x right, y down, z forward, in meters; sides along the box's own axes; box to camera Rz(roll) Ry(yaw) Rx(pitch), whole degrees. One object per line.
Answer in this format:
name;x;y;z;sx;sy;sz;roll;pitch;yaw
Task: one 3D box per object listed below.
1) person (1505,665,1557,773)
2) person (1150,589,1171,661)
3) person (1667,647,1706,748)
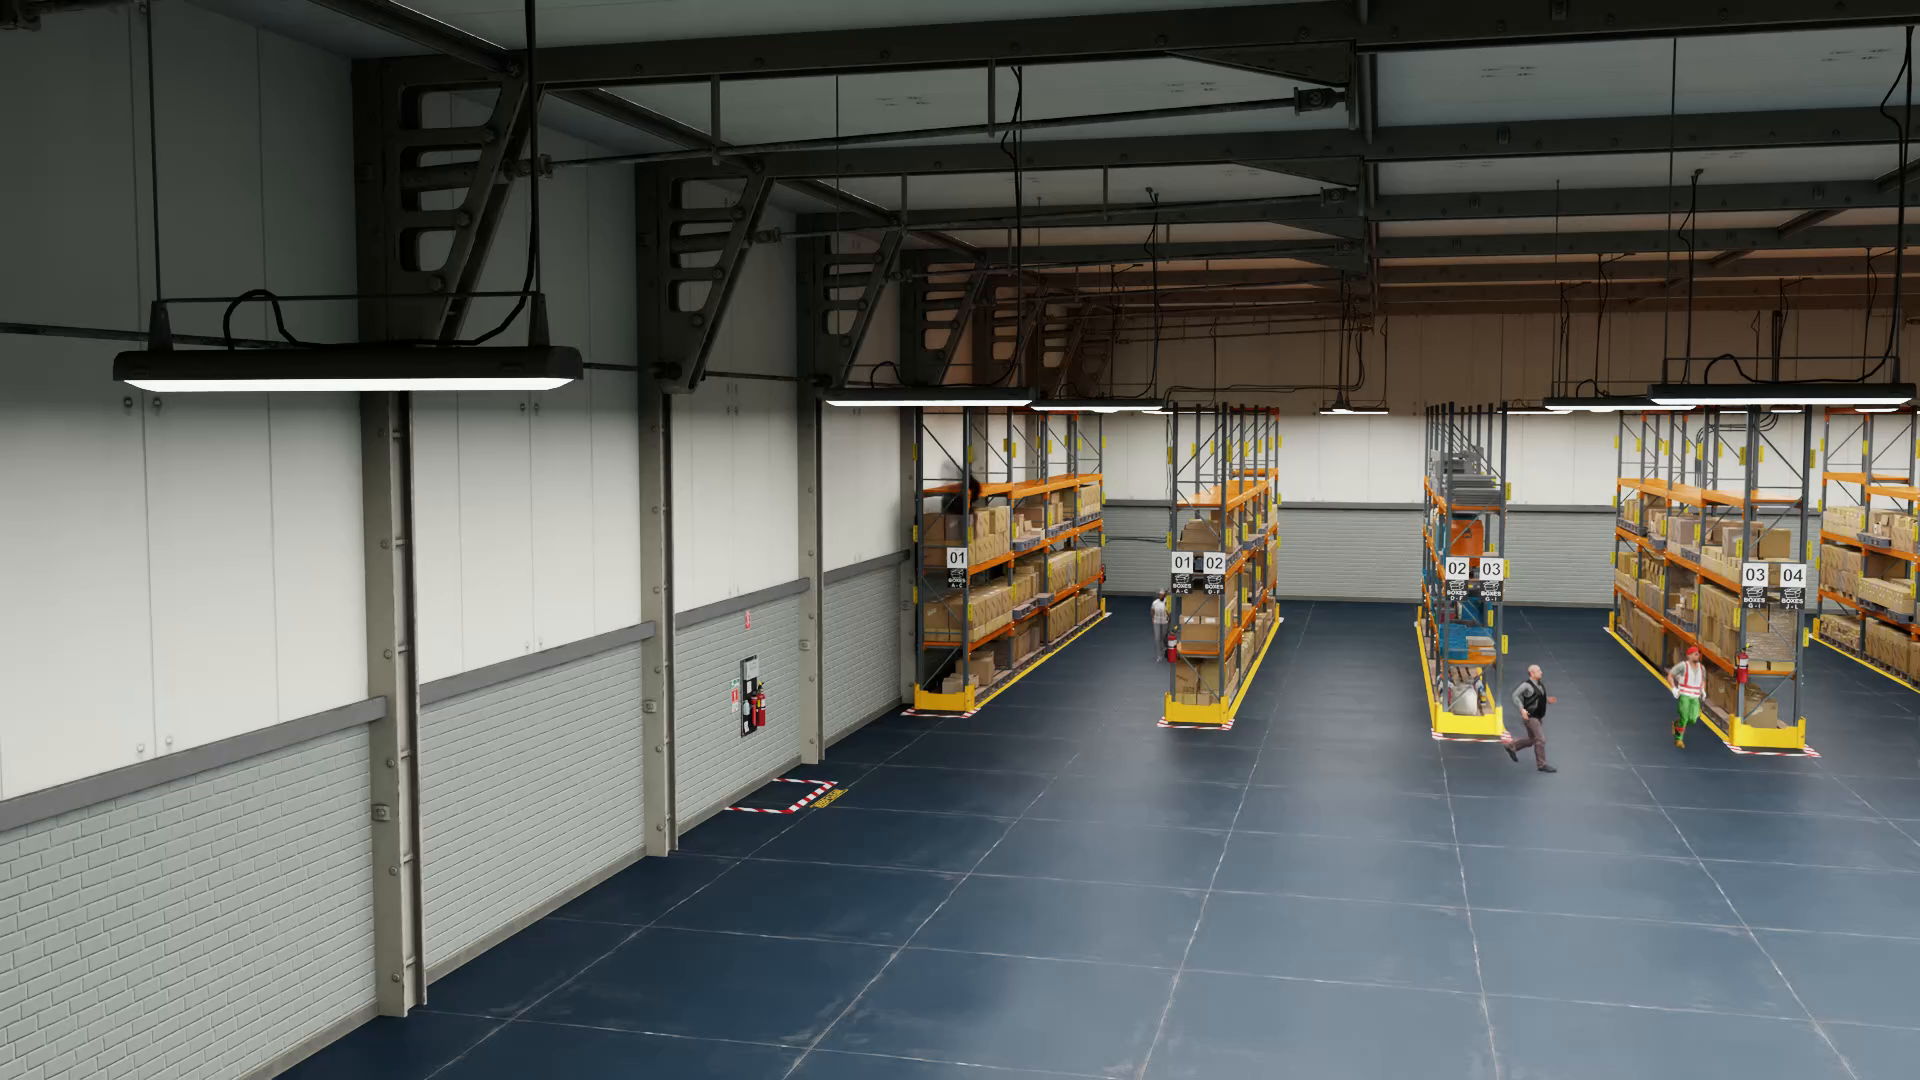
person;9.228;2.864;26.884;0.914;1.704;0.658;4;6;44
person;4.780;1.987;39.409;0.579;1.698;0.842;1;4;14
person;12.731;2.724;29.127;0.706;1.737;0.631;0;4;-6
